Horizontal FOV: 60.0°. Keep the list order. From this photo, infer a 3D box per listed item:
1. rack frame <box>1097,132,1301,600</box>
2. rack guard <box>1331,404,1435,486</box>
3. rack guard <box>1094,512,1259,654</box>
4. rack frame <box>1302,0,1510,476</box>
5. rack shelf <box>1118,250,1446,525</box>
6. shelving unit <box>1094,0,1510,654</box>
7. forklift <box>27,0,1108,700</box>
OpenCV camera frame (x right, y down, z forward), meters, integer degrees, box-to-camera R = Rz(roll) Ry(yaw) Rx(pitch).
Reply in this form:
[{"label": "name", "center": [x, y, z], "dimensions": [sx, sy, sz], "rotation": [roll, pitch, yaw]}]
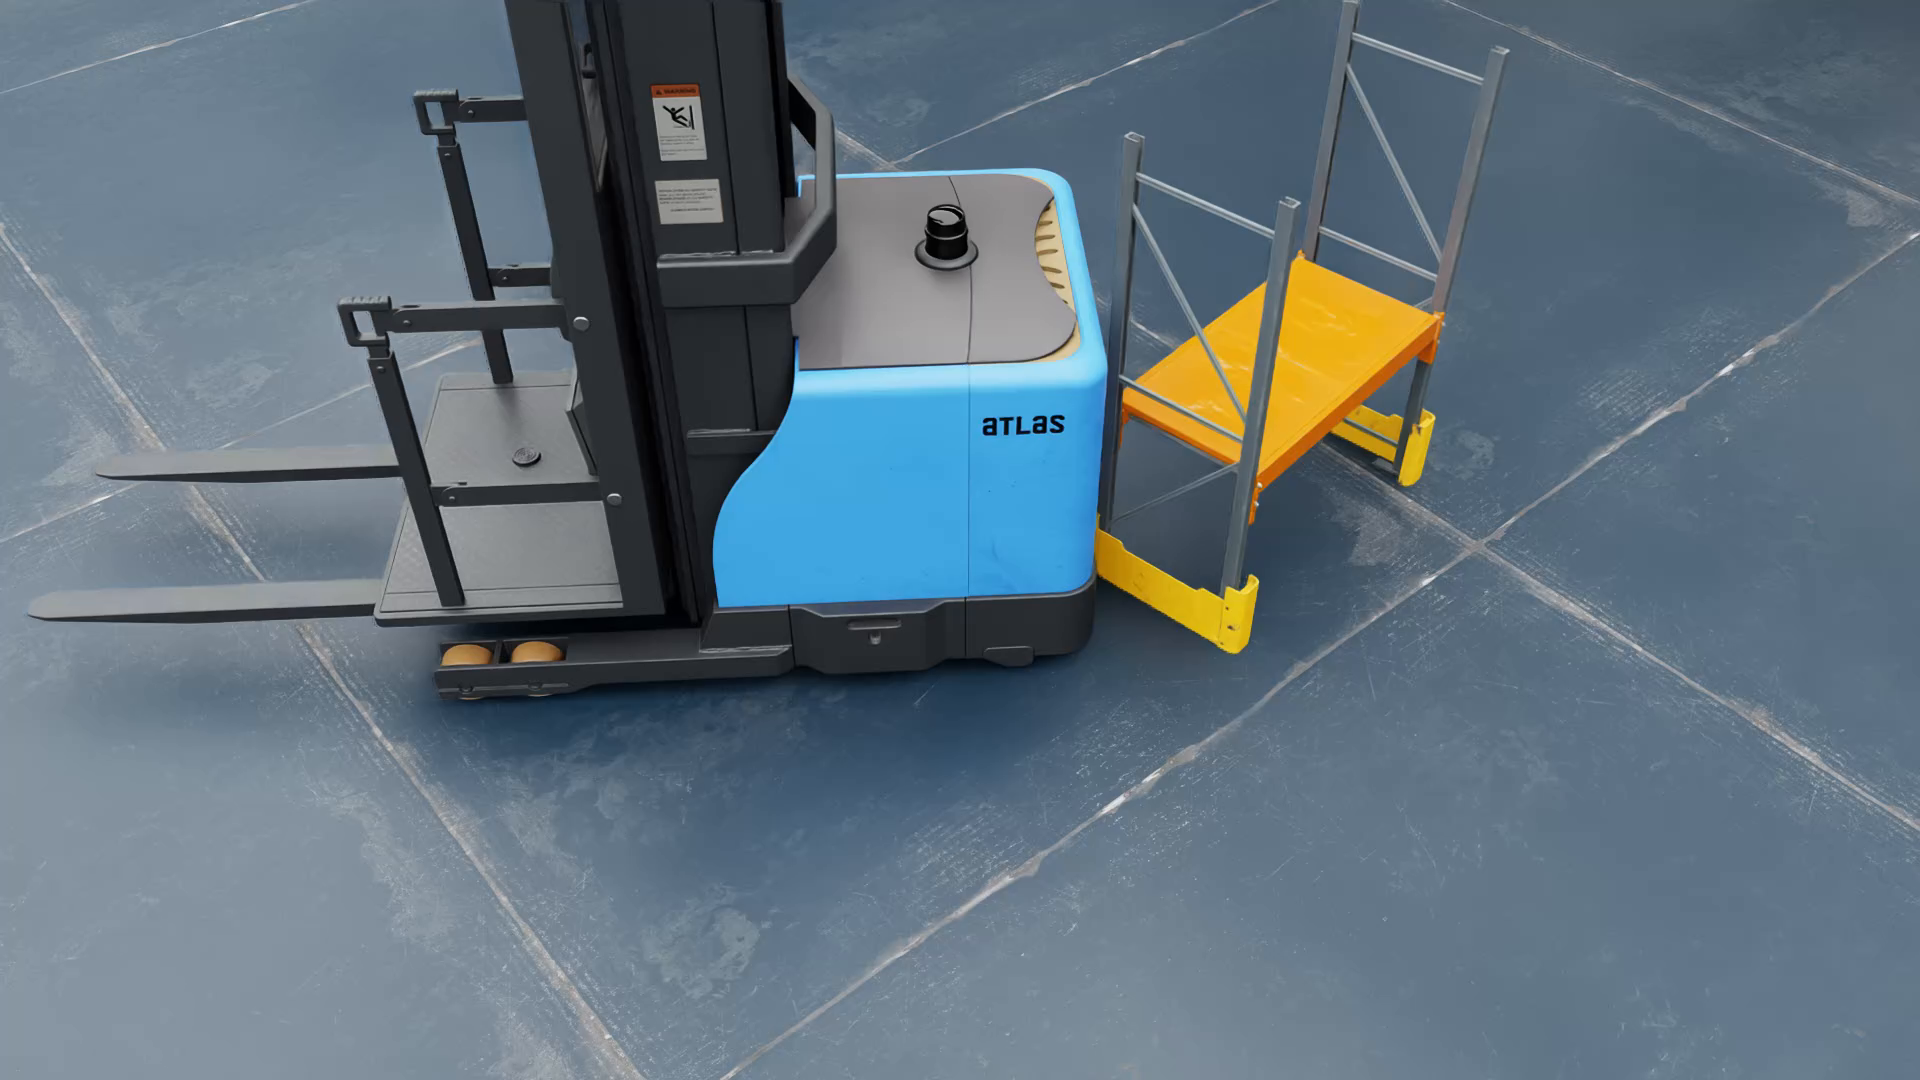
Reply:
[{"label": "rack frame", "center": [0.604, -0.350, 4.527], "dimensions": [0.500, 1.500, 0.032], "rotation": [31, 51, 29]}, {"label": "rack guard", "center": [1.277, -0.415, 5.510], "dimensions": [0.587, 0.250, 0.087], "rotation": [31, 51, 29]}, {"label": "rack guard", "center": [0.617, 0.095, 4.966], "dimensions": [0.587, 0.250, 0.087], "rotation": [31, 51, 29]}, {"label": "rack frame", "center": [1.278, -0.872, 5.082], "dimensions": [0.500, 1.500, 0.032], "rotation": [31, 51, 29]}, {"label": "rack shelf", "center": [0.941, -0.480, 4.928], "dimensions": [0.538, 0.185, 1.000], "rotation": [31, 51, 29]}, {"label": "shelving unit", "center": [0.947, -0.616, 4.810], "dimensions": [0.587, 1.500, 1.083], "rotation": [31, 51, 29]}, {"label": "forklift", "center": [-1.150, -0.986, 4.158], "dimensions": [3.031, 2.935, 1.130], "rotation": [-2, 43, -3]}]
